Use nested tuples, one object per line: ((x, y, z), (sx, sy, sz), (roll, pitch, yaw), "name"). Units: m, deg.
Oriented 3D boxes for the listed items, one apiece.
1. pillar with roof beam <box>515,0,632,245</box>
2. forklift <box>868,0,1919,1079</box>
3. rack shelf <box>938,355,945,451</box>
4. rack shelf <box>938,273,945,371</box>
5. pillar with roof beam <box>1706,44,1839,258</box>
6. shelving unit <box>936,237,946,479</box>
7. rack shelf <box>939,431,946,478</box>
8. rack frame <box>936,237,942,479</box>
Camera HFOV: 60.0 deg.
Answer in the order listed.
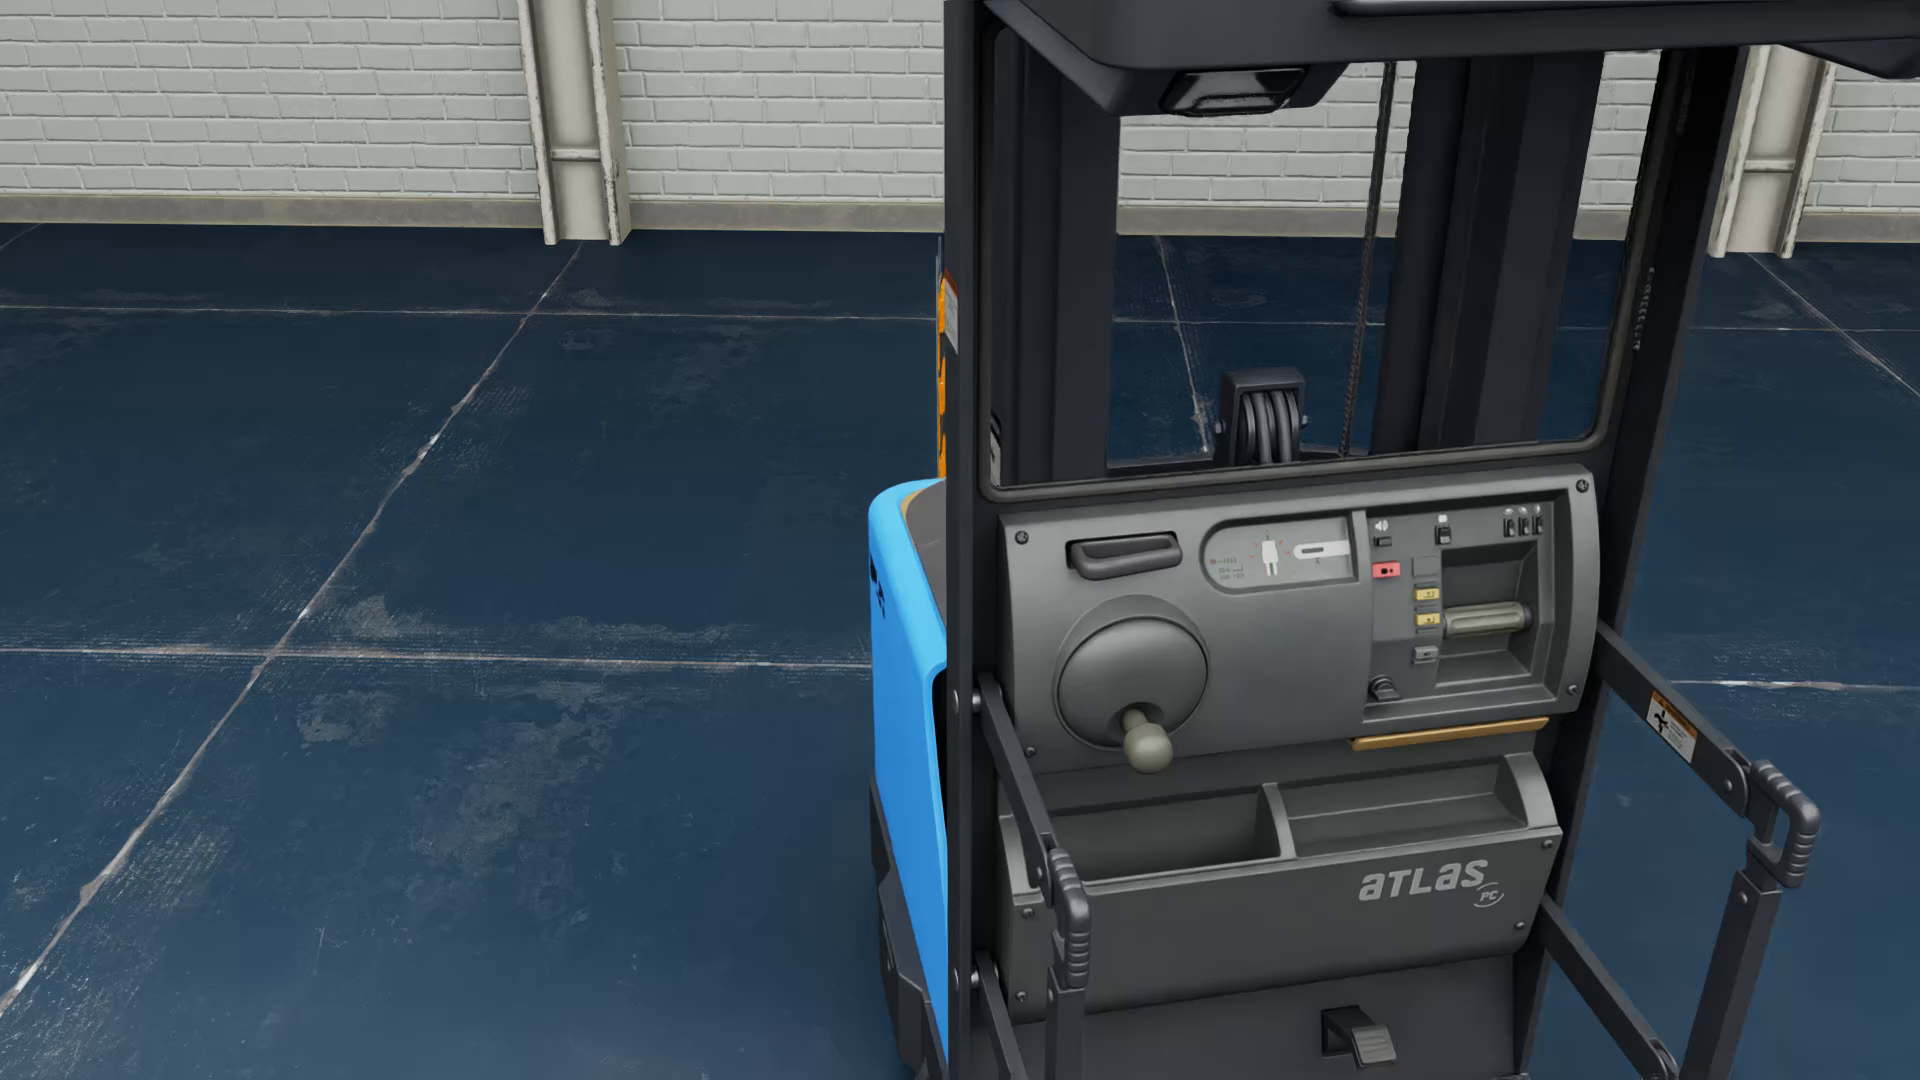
((-2.110, -3.569, 2.874), (0.400, 9.000, 9.100), (1, 28, 2), "pillar with roof beam")
((0.569, 0.159, 2.321), (1.130, 2.935, 3.031), (-5, 28, -10), "forklift")
((0.053, -0.454, 5.507), (0.240, 0.259, 0.215), (1, 28, 2), "rack shelf")
((0.053, -0.704, 5.374), (0.240, 0.259, 0.215), (1, 28, 2), "rack shelf")
((3.887, -3.469, 2.687), (0.400, 9.000, 9.100), (1, 28, 2), "pillar with roof beam")
((0.053, -0.463, 5.502), (0.252, 1.050, 0.215), (1, 28, 2), "shelving unit")
((0.053, -0.208, 5.638), (0.240, 0.259, 0.215), (1, 28, 2), "rack shelf")
((-0.068, -0.465, 5.506), (0.008, 1.050, 0.200), (1, 28, 2), "rack frame")
